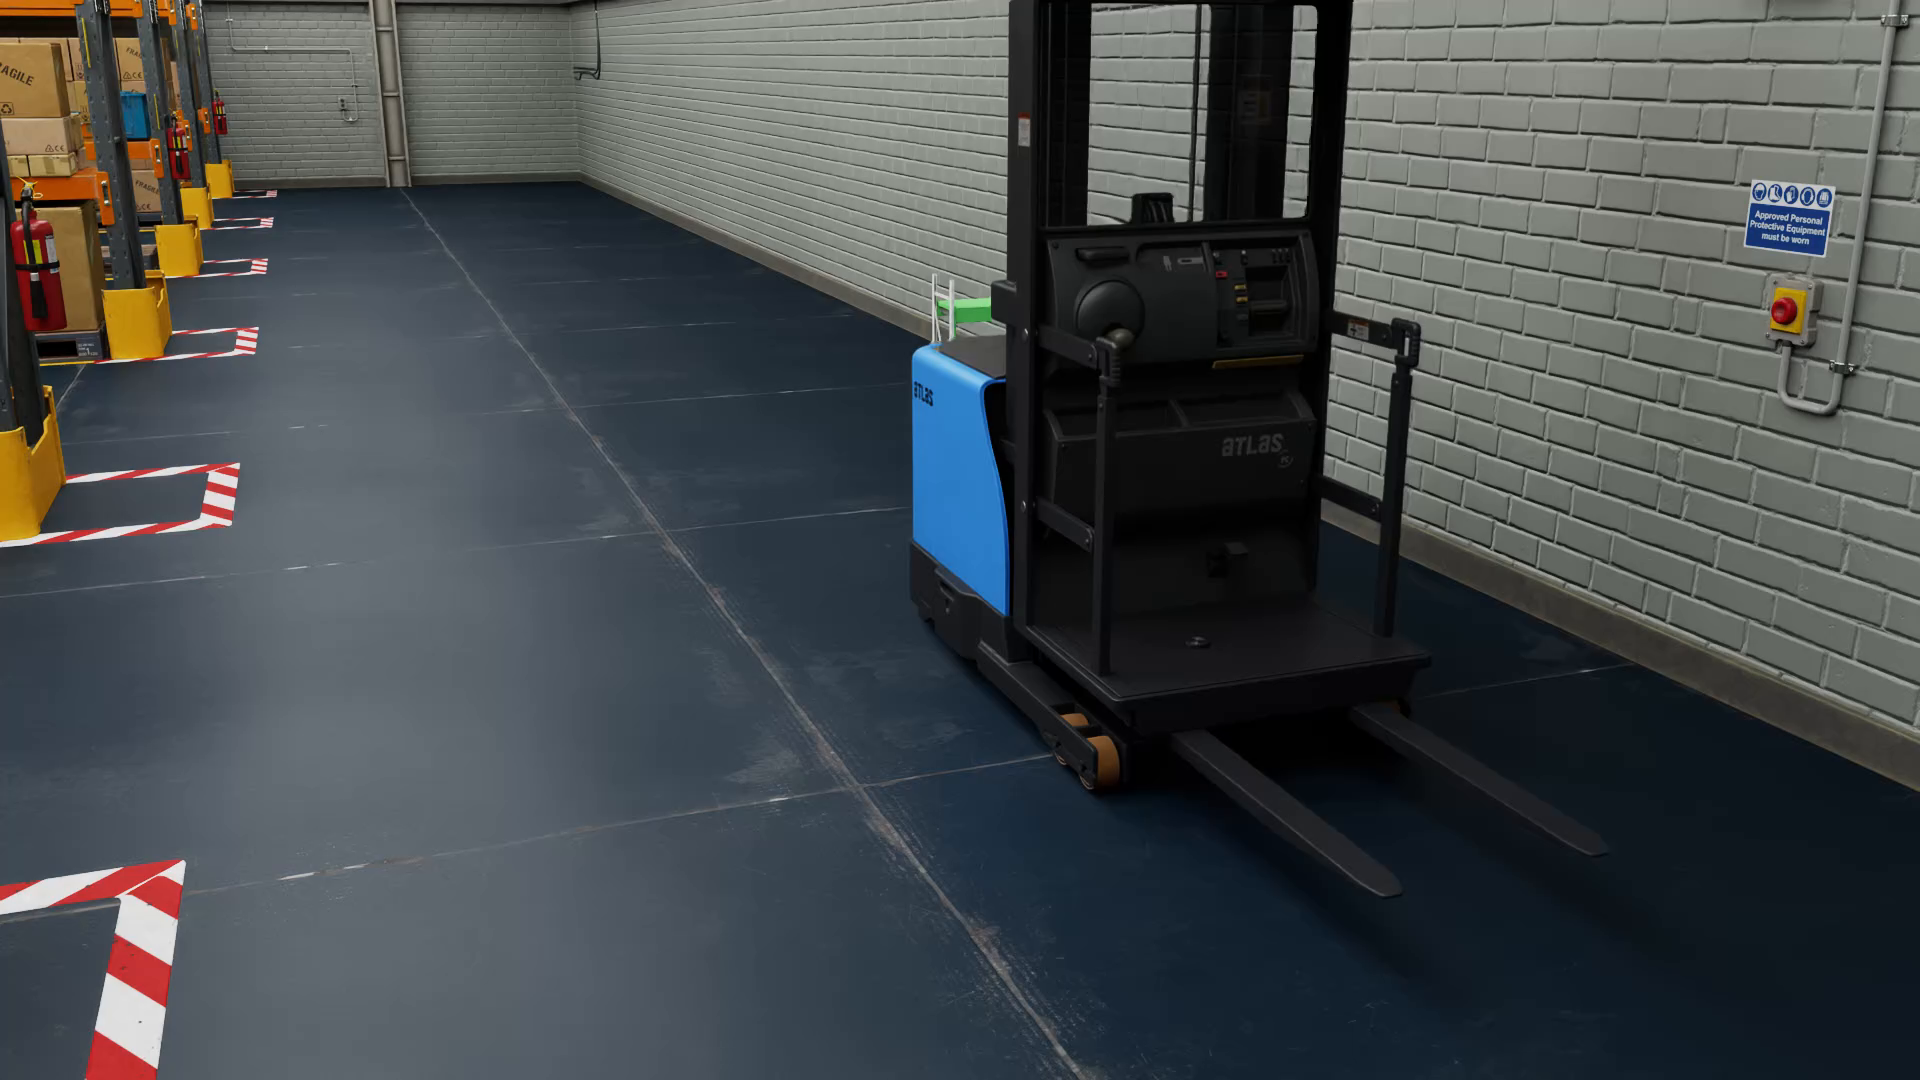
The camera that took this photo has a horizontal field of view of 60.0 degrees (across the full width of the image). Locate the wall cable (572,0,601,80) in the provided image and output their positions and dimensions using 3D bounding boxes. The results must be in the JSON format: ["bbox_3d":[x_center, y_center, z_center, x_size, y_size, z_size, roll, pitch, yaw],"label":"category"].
[{"bbox_3d":[-6.122,-8.682,26.702,0.112,2.526,3.097,-6,17,-20],"label":"wall cable"}]

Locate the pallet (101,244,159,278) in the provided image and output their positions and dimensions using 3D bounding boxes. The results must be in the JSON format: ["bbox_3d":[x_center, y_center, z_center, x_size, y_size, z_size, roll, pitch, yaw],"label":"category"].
[{"bbox_3d":[-8.771,-2.799,16.756,1.213,0.211,1.003,-6,17,-20],"label":"pallet"}]

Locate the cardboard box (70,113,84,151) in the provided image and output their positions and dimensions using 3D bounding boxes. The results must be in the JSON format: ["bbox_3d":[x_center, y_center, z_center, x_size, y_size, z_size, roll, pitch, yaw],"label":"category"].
[{"bbox_3d":[-6.759,-3.001,12.231,0.500,0.250,0.500,-7,18,-22],"label":"cardboard box"}]

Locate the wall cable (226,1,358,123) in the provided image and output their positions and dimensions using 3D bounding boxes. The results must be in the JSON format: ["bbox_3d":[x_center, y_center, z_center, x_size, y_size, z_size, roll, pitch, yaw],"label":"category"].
[{"bbox_3d":[-10.675,-7.682,26.632,1.851,1.984,0.084,-6,17,-20],"label":"wall cable"}]

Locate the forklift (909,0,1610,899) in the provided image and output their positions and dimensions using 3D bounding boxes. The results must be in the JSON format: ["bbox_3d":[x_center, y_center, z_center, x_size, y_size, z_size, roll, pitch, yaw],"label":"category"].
[{"bbox_3d":[0.789,-0.781,5.055,1.130,2.935,3.031,-6,17,-19],"label":"forklift"}]

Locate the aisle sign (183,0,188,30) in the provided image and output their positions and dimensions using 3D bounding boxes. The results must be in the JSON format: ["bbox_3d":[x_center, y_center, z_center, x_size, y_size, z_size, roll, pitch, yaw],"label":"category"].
[{"bbox_3d":[-9.797,-6.845,20.971,0.004,0.787,0.394,-6,17,-20],"label":"aisle sign"}]

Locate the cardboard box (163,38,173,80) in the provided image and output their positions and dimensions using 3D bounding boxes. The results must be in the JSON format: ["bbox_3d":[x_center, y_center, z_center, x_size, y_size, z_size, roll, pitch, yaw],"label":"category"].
[{"bbox_3d":[-10.264,-6.066,20.980,0.500,0.500,0.500,-6,17,-18],"label":"cardboard box"}]

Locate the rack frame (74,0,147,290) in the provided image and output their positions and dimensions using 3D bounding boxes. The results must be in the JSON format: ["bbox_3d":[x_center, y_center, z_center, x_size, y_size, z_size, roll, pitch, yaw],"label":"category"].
[{"bbox_3d":[-6.214,-2.907,12.174,0.127,3.000,1.000,-6,17,-20],"label":"rack frame"}]

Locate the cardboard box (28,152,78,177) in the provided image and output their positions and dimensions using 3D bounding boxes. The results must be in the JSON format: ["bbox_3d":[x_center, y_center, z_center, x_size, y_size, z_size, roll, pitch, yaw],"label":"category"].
[{"bbox_3d":[-6.429,-2.664,11.792,0.250,0.149,0.380,-6,17,-19],"label":"cardboard box"}]

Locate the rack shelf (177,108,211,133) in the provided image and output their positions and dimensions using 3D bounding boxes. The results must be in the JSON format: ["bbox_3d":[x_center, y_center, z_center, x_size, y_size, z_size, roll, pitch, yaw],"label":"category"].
[{"bbox_3d":[-13.399,-6.270,24.903,4.000,0.370,1.077,-6,17,-20],"label":"rack shelf"}]

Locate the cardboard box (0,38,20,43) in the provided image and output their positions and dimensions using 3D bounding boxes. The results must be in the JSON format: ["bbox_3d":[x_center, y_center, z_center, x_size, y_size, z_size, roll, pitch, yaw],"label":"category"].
[{"bbox_3d":[-11.506,-5.768,19.964,0.500,0.500,0.500,-6,17,-18],"label":"cardboard box"}]

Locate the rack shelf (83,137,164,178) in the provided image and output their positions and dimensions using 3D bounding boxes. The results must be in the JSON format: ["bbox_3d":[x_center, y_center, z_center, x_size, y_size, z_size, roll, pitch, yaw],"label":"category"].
[{"bbox_3d":[-9.854,-3.663,16.027,4.000,0.370,1.077,-6,17,-20],"label":"rack shelf"}]

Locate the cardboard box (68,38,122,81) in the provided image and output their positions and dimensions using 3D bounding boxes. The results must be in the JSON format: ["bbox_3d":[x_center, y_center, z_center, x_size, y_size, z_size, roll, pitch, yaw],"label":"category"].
[{"bbox_3d":[-10.544,-5.873,20.323,0.500,0.500,0.500,-6,17,-19],"label":"cardboard box"}]

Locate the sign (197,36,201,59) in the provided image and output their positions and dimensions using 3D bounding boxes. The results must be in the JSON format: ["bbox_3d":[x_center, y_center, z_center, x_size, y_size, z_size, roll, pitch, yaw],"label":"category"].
[{"bbox_3d":[-11.351,-7.342,24.801,0.005,0.325,0.100,-6,17,-20],"label":"sign"}]

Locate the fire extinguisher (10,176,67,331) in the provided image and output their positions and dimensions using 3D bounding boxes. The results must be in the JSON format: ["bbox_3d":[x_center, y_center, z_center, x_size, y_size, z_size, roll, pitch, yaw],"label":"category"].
[{"bbox_3d":[-4.134,-1.280,7.432,0.183,0.674,0.296,-6,17,-20],"label":"fire extinguisher"}]

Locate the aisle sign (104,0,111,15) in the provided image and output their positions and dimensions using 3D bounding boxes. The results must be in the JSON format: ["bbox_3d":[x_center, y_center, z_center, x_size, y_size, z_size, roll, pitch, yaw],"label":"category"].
[{"bbox_3d":[-6.255,-4.241,12.102,0.004,0.787,0.394,-6,17,-20],"label":"aisle sign"}]

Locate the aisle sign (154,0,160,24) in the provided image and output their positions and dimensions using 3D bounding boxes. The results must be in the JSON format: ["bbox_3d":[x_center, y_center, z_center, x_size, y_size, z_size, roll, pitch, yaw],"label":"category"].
[{"bbox_3d":[-8.026,-5.543,16.536,0.004,0.787,0.394,-6,17,-20],"label":"aisle sign"}]

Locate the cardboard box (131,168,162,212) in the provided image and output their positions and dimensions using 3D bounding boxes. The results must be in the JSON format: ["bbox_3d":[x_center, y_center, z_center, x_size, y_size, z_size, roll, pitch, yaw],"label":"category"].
[{"bbox_3d":[-10.175,-4.406,20.934,0.500,0.500,0.500,-6,17,-20],"label":"cardboard box"}]

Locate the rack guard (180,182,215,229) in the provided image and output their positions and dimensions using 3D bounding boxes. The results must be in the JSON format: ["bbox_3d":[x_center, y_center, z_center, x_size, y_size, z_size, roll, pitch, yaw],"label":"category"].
[{"bbox_3d":[-9.827,-4.307,21.377,0.348,0.500,1.175,-6,17,-20],"label":"rack guard"}]

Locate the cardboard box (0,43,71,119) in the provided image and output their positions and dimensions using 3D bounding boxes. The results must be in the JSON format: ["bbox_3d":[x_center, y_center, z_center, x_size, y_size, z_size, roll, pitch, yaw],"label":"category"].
[{"bbox_3d":[-6.575,-3.219,11.645,0.500,0.500,0.500,-6,17,-19],"label":"cardboard box"}]

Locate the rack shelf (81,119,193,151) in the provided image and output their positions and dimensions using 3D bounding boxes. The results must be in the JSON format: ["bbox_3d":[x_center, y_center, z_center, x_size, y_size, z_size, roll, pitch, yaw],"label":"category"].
[{"bbox_3d":[-11.623,-4.967,20.466,4.000,0.370,1.077,-6,17,-20],"label":"rack shelf"}]

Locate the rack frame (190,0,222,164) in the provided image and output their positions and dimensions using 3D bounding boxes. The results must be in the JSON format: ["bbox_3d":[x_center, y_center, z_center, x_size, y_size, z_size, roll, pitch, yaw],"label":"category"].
[{"bbox_3d":[-11.532,-6.817,25.488,0.127,3.000,1.000,-6,17,-20],"label":"rack frame"}]

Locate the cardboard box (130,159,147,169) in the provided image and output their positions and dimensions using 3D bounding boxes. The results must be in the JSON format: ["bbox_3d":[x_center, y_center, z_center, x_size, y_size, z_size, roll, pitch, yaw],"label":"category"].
[{"bbox_3d":[-12.617,-5.672,25.279,0.500,0.500,0.700,-6,17,-20],"label":"cardboard box"}]

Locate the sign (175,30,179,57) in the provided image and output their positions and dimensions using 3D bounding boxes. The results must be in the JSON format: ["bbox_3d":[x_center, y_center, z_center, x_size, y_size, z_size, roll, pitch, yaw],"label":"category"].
[{"bbox_3d":[-9.576,-6.073,20.339,0.005,0.325,0.100,-6,17,-20],"label":"sign"}]

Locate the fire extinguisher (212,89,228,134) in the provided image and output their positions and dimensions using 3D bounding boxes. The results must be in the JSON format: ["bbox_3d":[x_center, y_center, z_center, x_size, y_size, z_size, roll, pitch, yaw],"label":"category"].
[{"bbox_3d":[-11.226,-6.495,25.190,0.183,0.674,0.296,-6,17,-20],"label":"fire extinguisher"}]

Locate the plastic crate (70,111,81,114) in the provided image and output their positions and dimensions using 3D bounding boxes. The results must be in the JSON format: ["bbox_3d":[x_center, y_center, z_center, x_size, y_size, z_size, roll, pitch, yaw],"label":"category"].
[{"bbox_3d":[-8.950,-4.154,16.611,0.300,0.233,0.416,-6,17,-20],"label":"plastic crate"}]

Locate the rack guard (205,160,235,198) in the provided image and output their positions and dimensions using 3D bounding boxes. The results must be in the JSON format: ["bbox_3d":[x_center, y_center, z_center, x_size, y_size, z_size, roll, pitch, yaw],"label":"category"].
[{"bbox_3d":[-11.509,-5.620,25.849,0.348,0.500,1.175,-6,17,-20],"label":"rack guard"}]

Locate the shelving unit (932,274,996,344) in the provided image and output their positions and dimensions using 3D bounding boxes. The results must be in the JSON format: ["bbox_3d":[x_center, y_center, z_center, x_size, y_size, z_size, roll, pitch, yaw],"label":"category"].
[{"bbox_3d":[0.155,-0.592,7.486,0.503,1.200,0.258,-6,17,-20],"label":"shelving unit"}]

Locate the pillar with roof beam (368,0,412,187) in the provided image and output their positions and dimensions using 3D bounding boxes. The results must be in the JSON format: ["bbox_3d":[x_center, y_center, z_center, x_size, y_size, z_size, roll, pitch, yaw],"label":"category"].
[{"bbox_3d":[-7.780,-9.062,22.488,0.400,9.000,9.100,-6,17,-20],"label":"pillar with roof beam"}]

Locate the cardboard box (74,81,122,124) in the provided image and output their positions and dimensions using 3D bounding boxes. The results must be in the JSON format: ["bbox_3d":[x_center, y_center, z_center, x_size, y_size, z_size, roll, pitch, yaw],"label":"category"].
[{"bbox_3d":[-10.560,-5.392,20.458,0.500,0.500,0.500,-6,17,-20],"label":"cardboard box"}]

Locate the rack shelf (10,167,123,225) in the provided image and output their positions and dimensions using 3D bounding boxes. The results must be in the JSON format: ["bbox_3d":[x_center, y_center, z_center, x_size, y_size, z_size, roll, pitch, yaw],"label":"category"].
[{"bbox_3d":[-8.082,-2.360,11.589,4.000,0.370,1.077,-6,17,-20],"label":"rack shelf"}]

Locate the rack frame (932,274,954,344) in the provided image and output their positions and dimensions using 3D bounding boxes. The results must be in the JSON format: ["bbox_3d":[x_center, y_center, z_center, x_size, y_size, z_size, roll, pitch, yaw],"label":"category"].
[{"bbox_3d":[-0.073,-0.568,7.402,0.015,1.200,0.240,-6,17,-20],"label":"rack frame"}]

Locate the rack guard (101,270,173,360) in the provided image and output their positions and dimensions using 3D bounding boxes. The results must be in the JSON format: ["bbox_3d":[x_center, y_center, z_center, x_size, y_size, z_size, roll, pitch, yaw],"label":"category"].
[{"bbox_3d":[-6.192,-1.710,12.535,0.348,0.500,1.175,-6,17,-20],"label":"rack guard"}]

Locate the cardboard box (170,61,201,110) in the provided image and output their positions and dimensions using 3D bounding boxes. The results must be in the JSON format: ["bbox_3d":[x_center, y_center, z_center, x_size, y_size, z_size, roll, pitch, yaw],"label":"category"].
[{"bbox_3d":[-12.004,-6.907,25.262,0.700,0.700,0.980,-5,17,-18],"label":"cardboard box"}]

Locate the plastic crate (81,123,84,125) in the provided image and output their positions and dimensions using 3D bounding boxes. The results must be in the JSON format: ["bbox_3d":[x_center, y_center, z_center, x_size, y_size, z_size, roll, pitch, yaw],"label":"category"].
[{"bbox_3d":[-8.683,-3.983,16.198,0.243,0.136,0.396,-6,17,-20],"label":"plastic crate"}]

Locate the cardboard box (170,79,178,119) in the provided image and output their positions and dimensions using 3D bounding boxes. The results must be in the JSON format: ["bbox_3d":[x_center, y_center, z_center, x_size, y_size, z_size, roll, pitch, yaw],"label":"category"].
[{"bbox_3d":[-10.264,-5.587,21.121,0.500,0.500,0.500,-6,17,-19],"label":"cardboard box"}]

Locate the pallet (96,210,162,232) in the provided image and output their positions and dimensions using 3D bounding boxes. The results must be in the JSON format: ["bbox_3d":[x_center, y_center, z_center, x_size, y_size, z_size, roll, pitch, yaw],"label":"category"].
[{"bbox_3d":[-10.571,-4.088,21.144,1.213,0.211,1.003,-6,17,-20],"label":"pallet"}]
